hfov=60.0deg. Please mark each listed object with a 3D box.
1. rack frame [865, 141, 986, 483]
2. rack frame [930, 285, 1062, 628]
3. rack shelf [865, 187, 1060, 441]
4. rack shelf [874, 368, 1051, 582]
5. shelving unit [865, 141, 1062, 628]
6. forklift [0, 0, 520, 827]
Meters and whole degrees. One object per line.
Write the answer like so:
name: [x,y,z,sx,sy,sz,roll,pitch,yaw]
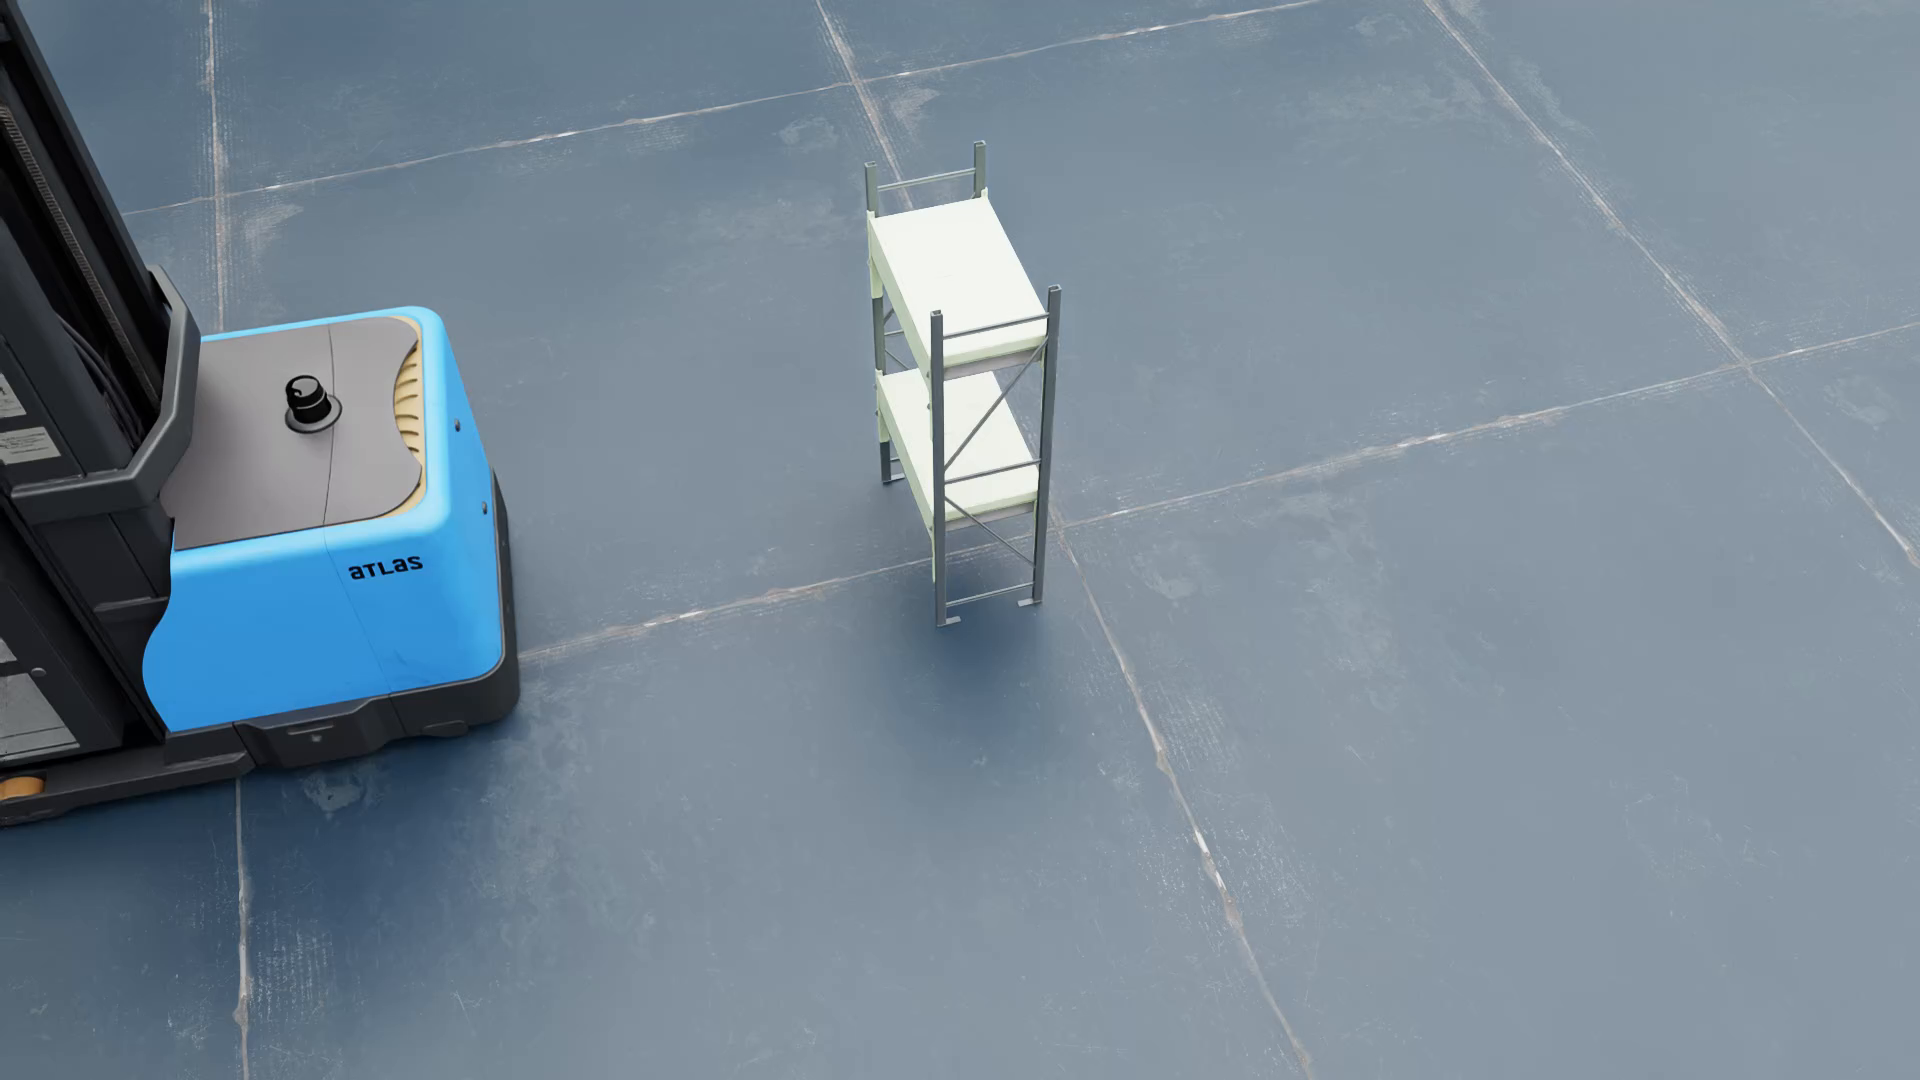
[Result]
rack frame: [-0.110,-0.756,5.906,0.400,1.500,0.023,-13,51,-11]
rack frame: [0.106,-0.221,5.455,0.400,1.500,0.023,-13,51,-11]
rack shelf: [-0.002,-0.740,5.382,0.431,0.370,0.720,-13,51,-11]
rack shelf: [-0.002,-0.278,5.930,0.431,0.370,0.720,-13,51,-11]
shelving unit: [-0.002,-0.488,5.681,0.431,1.500,0.755,-13,51,-11]
forklift: [-3.083,-0.431,4.697,3.031,2.935,1.130,-10,51,-8]
